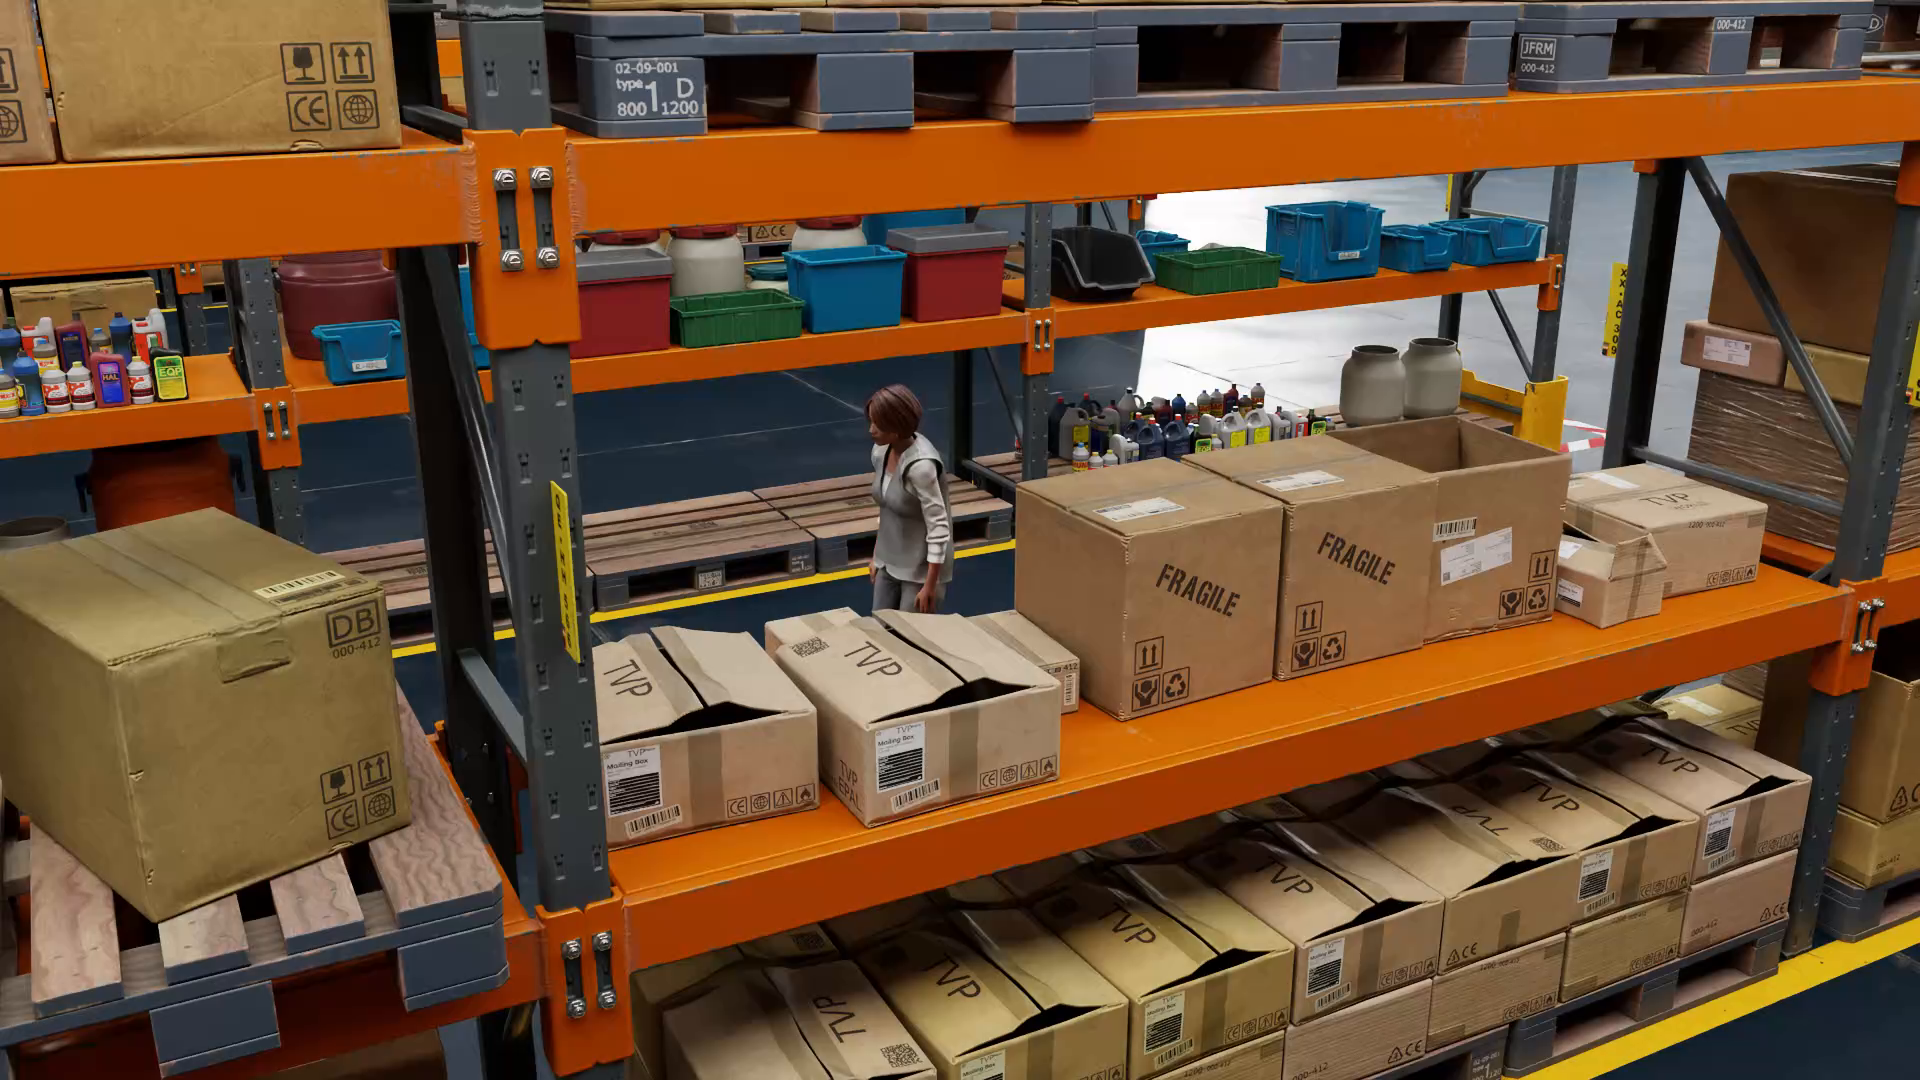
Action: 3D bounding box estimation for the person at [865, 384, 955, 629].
[{"bbox_3d":[-0.216,0.145,6.656,0.347,1.591,0.475,-11,22,-30],"label":"person"}]
